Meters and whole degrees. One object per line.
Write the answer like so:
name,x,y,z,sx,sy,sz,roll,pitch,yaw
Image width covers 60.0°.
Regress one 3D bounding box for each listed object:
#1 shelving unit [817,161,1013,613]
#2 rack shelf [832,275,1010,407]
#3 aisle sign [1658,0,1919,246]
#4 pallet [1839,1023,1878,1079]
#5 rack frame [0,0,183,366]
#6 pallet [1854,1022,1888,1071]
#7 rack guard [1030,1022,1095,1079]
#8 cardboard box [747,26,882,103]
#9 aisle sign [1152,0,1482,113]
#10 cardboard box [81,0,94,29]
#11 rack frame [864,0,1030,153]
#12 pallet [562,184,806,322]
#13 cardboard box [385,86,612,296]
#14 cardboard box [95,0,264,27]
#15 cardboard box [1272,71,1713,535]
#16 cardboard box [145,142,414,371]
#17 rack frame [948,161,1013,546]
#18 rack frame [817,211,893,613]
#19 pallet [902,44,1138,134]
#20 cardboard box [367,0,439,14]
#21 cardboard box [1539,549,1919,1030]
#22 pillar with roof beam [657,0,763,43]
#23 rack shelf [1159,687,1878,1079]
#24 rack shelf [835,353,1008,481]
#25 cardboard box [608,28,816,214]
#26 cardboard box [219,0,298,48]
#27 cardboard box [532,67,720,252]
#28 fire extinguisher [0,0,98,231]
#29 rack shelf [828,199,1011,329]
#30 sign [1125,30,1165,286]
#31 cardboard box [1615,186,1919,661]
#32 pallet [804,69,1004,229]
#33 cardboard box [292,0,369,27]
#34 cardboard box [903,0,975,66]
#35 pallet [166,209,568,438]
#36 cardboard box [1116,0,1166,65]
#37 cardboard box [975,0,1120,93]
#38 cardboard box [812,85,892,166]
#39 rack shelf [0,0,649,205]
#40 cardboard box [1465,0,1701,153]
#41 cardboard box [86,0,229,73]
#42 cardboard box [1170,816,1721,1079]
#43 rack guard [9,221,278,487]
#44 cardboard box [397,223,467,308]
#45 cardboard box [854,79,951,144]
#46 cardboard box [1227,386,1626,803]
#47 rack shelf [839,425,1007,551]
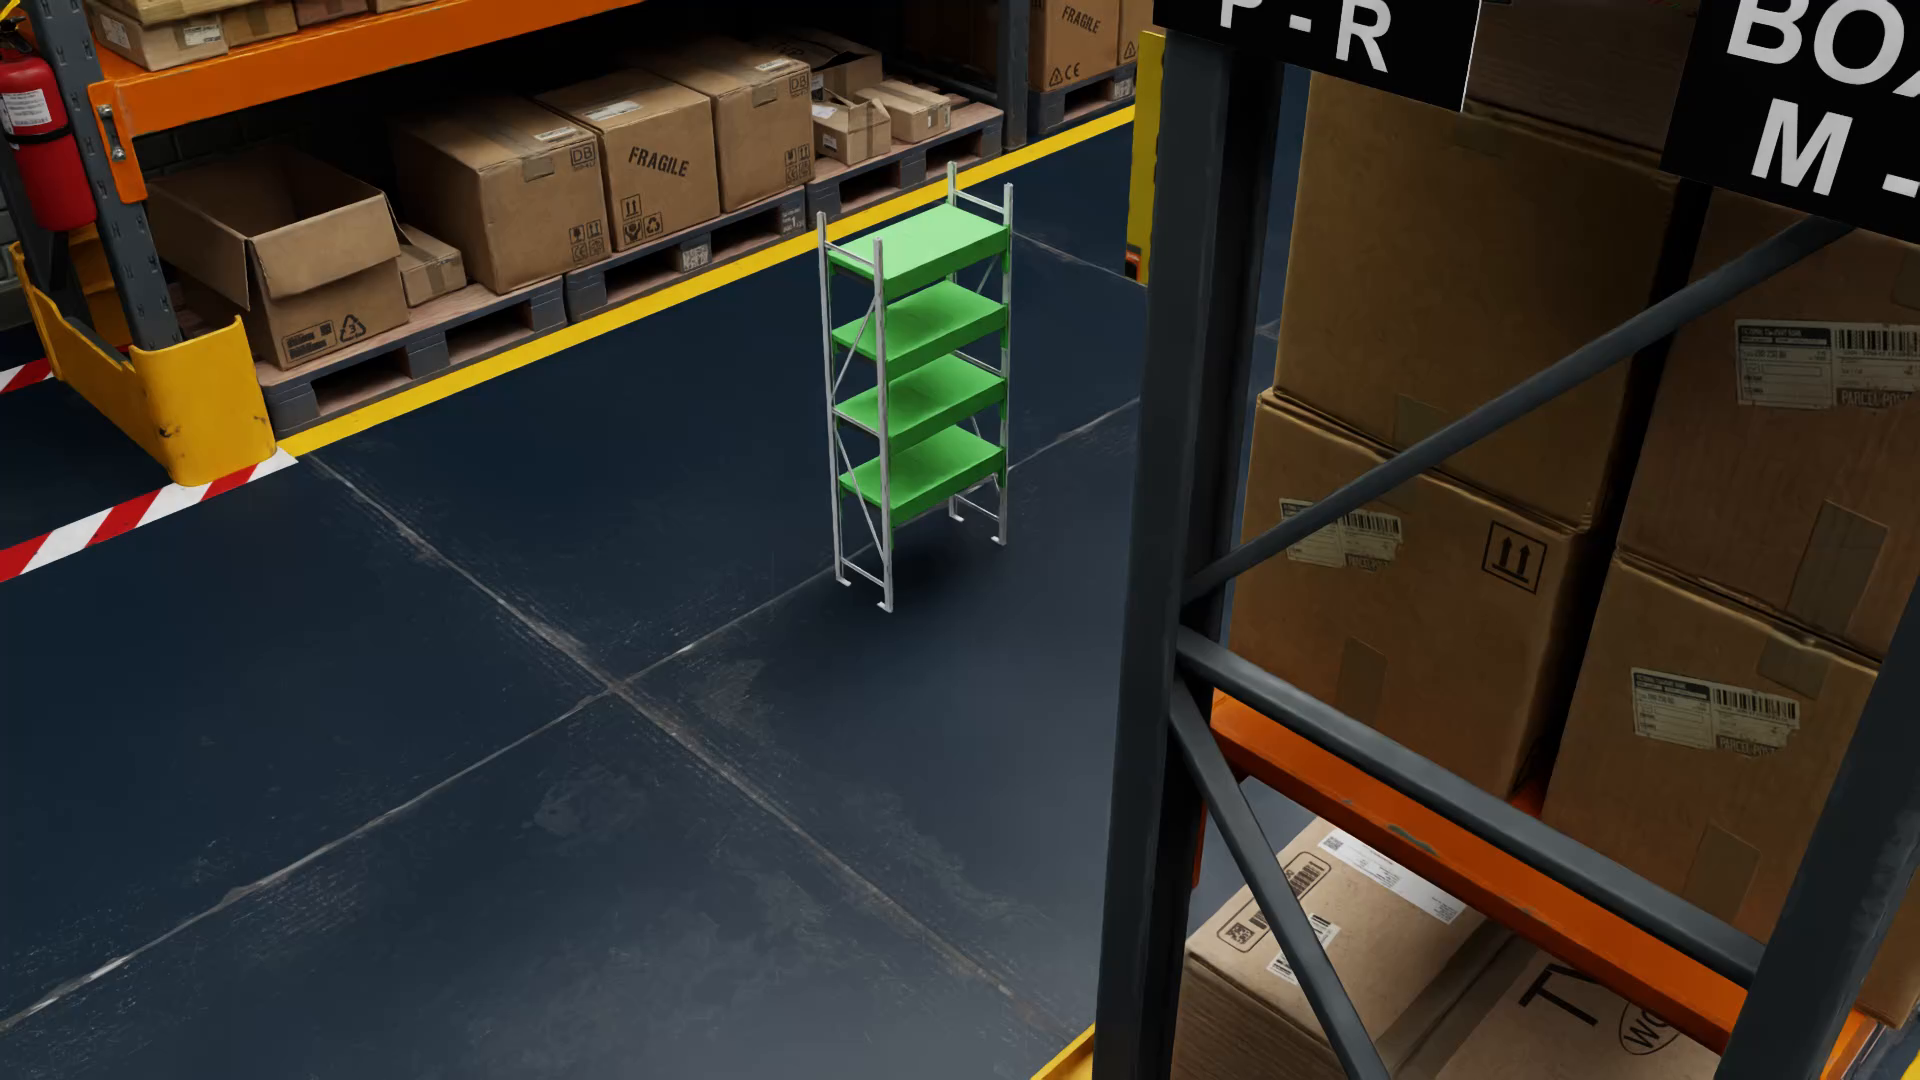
shelving unit,-0.117,-0.425,4.810,0.258,1.200,0.503,30,45,35
rack shelf,-0.117,-0.569,4.710,0.258,0.148,0.480,30,45,35
aisle sign,0.784,-0.585,1.194,0.394,0.787,0.004,30,45,35
pallet,1.137,1.123,3.456,1.003,0.211,1.213,30,45,35
rack frame,-2.896,-1.664,5.014,1.000,3.000,0.127,30,45,35
pallet,1.996,0.630,4.163,1.003,0.211,1.213,30,45,35
rack guard,0.612,1.370,2.849,1.175,0.500,0.348,30,45,35
cardboard box,-0.711,-2.184,7.743,0.500,0.311,0.500,-28,44,-34
aisle sign,0.358,-0.827,1.541,0.394,0.787,0.004,30,45,35
cardboard box,-2.853,-1.804,5.434,0.380,0.149,0.250,29,44,35
rack frame,-0.078,-3.288,7.342,1.000,3.000,0.127,30,45,35
pallet,-1.422,-1.368,7.027,1.003,0.211,1.213,30,45,35
cardboard box,-1.768,-1.352,6.385,0.500,0.500,0.700,-28,44,-34
cardboard box,-2.385,-1.800,5.080,0.500,0.250,0.500,-30,45,-35
cardboard box,0.800,-0.408,2.251,0.500,0.500,0.500,-28,44,-34
cardboard box,-2.398,-1.023,5.909,0.797,0.503,0.637,28,43,34
rack frame,0.055,-0.524,4.952,0.240,1.200,0.015,30,45,35
rack frame,-0.289,-0.326,4.668,0.240,1.200,0.015,30,45,35
pallet,0.468,-2.489,8.635,1.003,0.211,1.213,30,45,35
cardboard box,-1.941,-1.904,5.578,0.250,0.149,0.380,-28,44,-34
cardboard box,1.171,0.215,2.232,0.500,0.500,0.500,29,44,35
pillar with roof beam,1.847,-4.094,3.254,9.100,9.000,0.400,30,45,35
rack shelf,2.038,-0.182,3.517,1.077,0.370,4.000,30,45,35
rack shelf,-0.117,-0.373,4.847,0.258,0.148,0.480,30,45,35
cardboard box,-1.037,-1.774,6.989,0.700,0.500,0.500,28,43,34
cardboard box,-2.323,-1.706,5.293,0.250,0.149,0.380,-29,44,-35
cardboard box,-1.325,-1.527,6.635,0.500,0.500,0.500,-29,44,-35
fire extinguisher,-2.672,-1.233,4.790,0.296,0.674,0.183,30,45,35
rack shelf,-0.117,-0.766,4.572,0.258,0.148,0.480,30,45,35
sign,0.254,-0.462,2.070,0.100,0.325,0.005,30,45,35
cardboard box,1.169,-0.196,1.948,0.500,0.500,0.500,28,44,34
pallet,-0.562,-1.866,7.741,1.003,0.211,1.213,30,45,35
cardboard box,-2.163,-1.827,5.466,0.380,0.149,0.250,29,44,35
cardboard box,0.058,-2.753,8.394,0.500,0.500,0.500,29,44,35
pallet,-2.282,-0.875,6.321,1.003,0.211,1.213,30,45,35
cardboard box,0.791,-2.761,8.404,0.500,0.500,0.500,29,44,35
cardboard box,0.423,-2.541,8.089,0.500,0.500,0.500,-28,43,-34
cardboard box,-0.513,-1.849,7.302,0.258,0.266,0.396,-28,44,-34
rack shelf,-1.487,-2.181,6.384,1.077,0.370,4.000,30,45,35
cardboard box,0.740,-0.609,1.972,0.250,0.149,0.380,-29,44,-35
cardboard box,-2.470,-1.584,5.119,0.380,0.149,0.250,29,44,35
cardboard box,1.023,0.905,3.202,0.875,0.438,0.875,28,44,34
rack guard,-2.843,-0.670,5.773,1.175,0.500,0.348,30,45,35
cardboard box,-2.071,-1.034,6.235,0.380,0.149,0.250,28,43,34
cardboard box,-0.262,-1.946,7.544,0.380,0.149,0.250,28,44,34
cardboard box,0.781,-0.009,2.553,0.500,0.500,0.500,-30,45,-35
rack shelf,-0.117,-0.176,4.984,0.258,0.148,0.480,30,45,35
